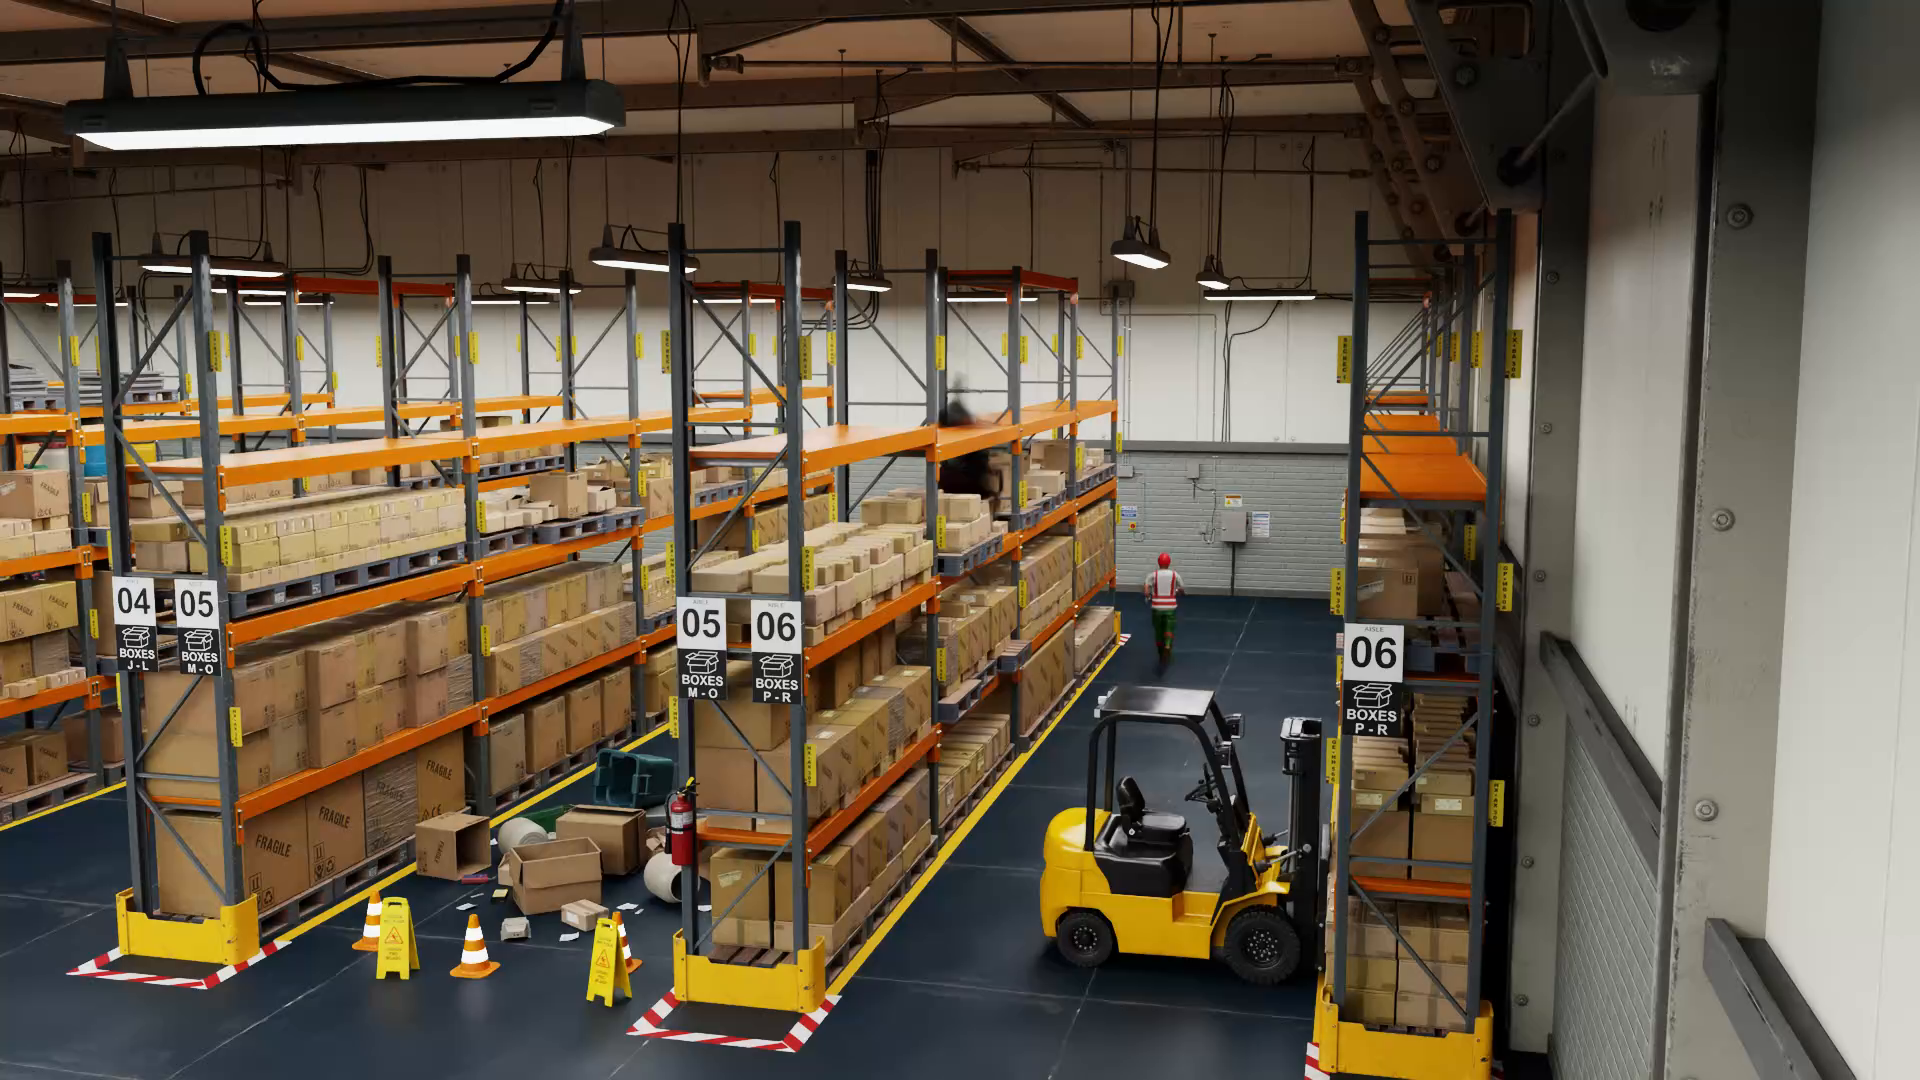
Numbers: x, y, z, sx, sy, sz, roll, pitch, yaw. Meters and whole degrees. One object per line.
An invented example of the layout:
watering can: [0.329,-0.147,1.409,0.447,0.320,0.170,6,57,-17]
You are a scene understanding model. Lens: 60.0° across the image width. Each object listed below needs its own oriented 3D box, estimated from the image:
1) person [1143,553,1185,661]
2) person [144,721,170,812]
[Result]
person: [3.206,1.079,26.214,0.658,1.768,0.971,1,7,7]
person: [-7.852,2.287,16.576,0.716,1.743,0.575,1,7,8]
